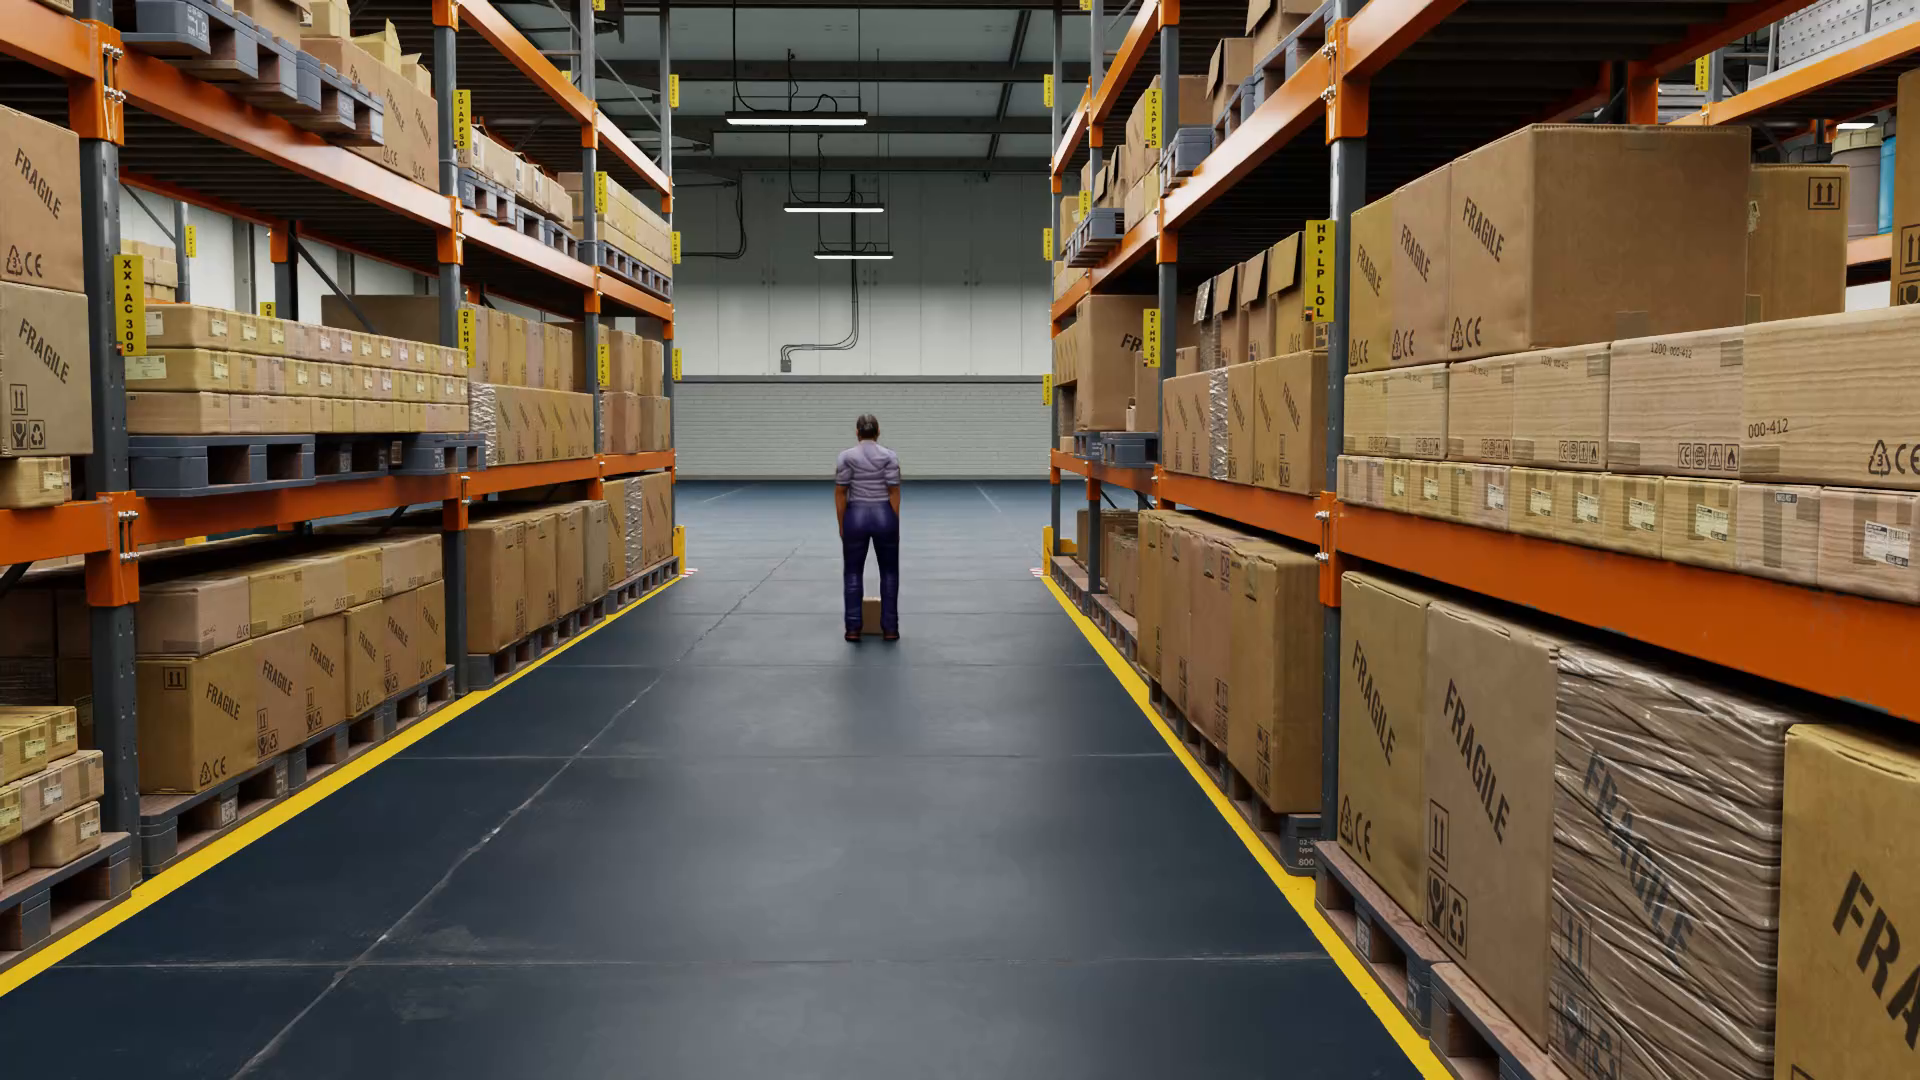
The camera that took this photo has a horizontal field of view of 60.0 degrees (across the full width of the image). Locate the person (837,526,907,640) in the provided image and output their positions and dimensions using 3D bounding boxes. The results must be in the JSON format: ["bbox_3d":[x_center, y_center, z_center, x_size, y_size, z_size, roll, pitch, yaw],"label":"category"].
[{"bbox_3d":[-0.646,0.317,12.201,0.518,0.813,0.818,0,4,-1],"label":"person"}]
